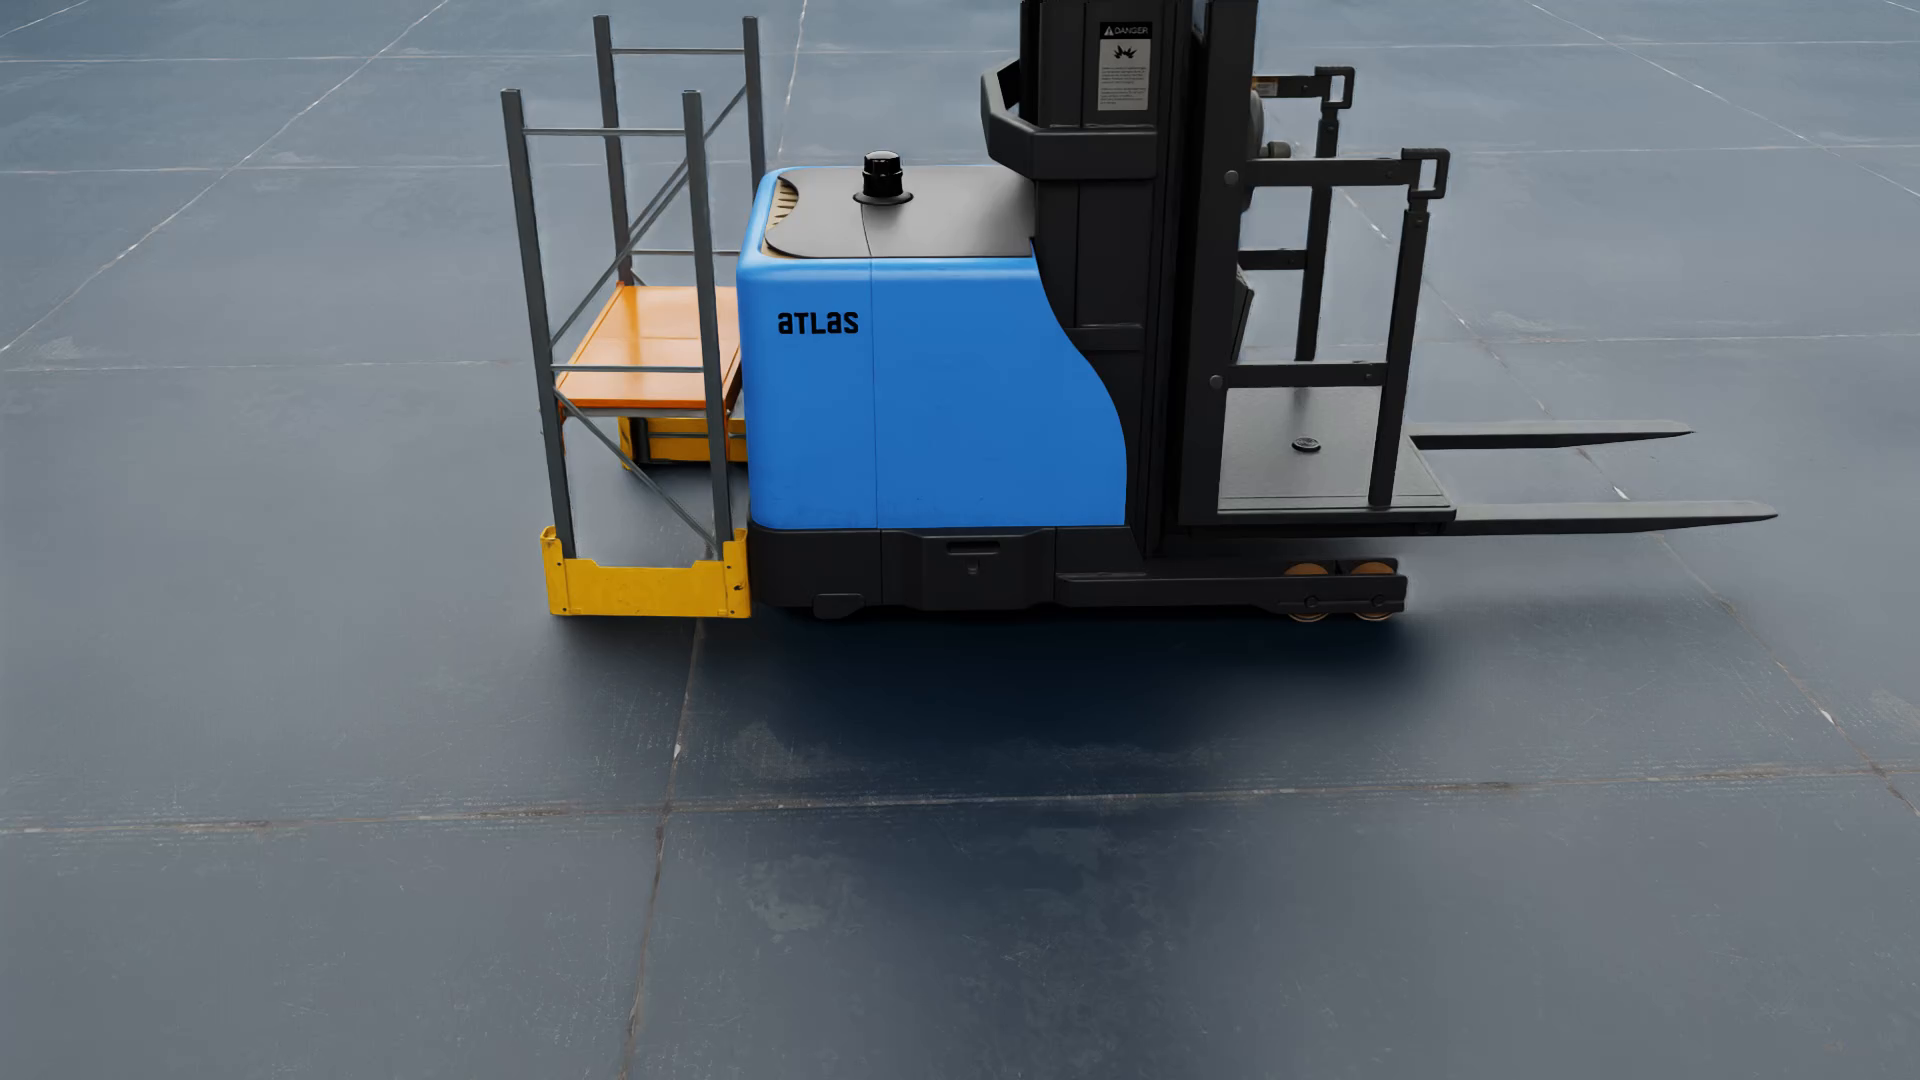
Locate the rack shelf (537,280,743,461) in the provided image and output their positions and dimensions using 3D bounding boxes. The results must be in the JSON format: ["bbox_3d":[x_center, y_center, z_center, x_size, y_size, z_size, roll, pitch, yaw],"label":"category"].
[{"bbox_3d":[-0.884,-0.537,5.046,0.538,0.185,1.000,1,28,2],"label":"rack shelf"}]

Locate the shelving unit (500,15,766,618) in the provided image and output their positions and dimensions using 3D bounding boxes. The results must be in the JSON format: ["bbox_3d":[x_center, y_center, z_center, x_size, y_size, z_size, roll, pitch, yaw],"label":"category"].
[{"bbox_3d":[-0.884,-0.692,4.955,0.587,1.500,1.083,1,28,2],"label":"shelving unit"}]

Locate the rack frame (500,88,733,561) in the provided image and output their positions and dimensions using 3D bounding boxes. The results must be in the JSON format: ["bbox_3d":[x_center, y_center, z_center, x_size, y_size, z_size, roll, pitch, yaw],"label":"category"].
[{"bbox_3d":[-0.900,-0.461,4.512,0.500,1.500,0.032,1,28,2],"label":"rack frame"}]

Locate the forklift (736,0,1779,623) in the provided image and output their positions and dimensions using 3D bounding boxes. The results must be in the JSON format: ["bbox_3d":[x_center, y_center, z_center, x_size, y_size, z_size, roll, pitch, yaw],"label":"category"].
[{"bbox_3d":[0.897,-1.308,4.588,3.031,2.935,1.130,-1,28,-2],"label":"forklift"}]

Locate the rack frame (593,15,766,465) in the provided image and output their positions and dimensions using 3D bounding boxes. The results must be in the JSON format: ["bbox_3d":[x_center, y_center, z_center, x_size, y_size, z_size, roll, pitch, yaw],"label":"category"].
[{"bbox_3d":[-0.867,-0.931,5.413,0.500,1.500,0.032,1,28,2],"label":"rack frame"}]

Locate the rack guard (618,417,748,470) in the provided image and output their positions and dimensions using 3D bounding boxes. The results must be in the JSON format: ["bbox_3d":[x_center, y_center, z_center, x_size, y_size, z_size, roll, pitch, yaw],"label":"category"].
[{"bbox_3d":[-0.868,-0.368,5.685,0.587,0.250,0.087,1,28,2],"label":"rack guard"}]

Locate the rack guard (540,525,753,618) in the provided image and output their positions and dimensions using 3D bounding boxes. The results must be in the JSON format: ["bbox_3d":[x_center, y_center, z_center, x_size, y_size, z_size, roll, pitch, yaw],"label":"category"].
[{"bbox_3d":[-0.900,0.092,4.802,0.587,0.250,0.087,1,28,2],"label":"rack guard"}]
